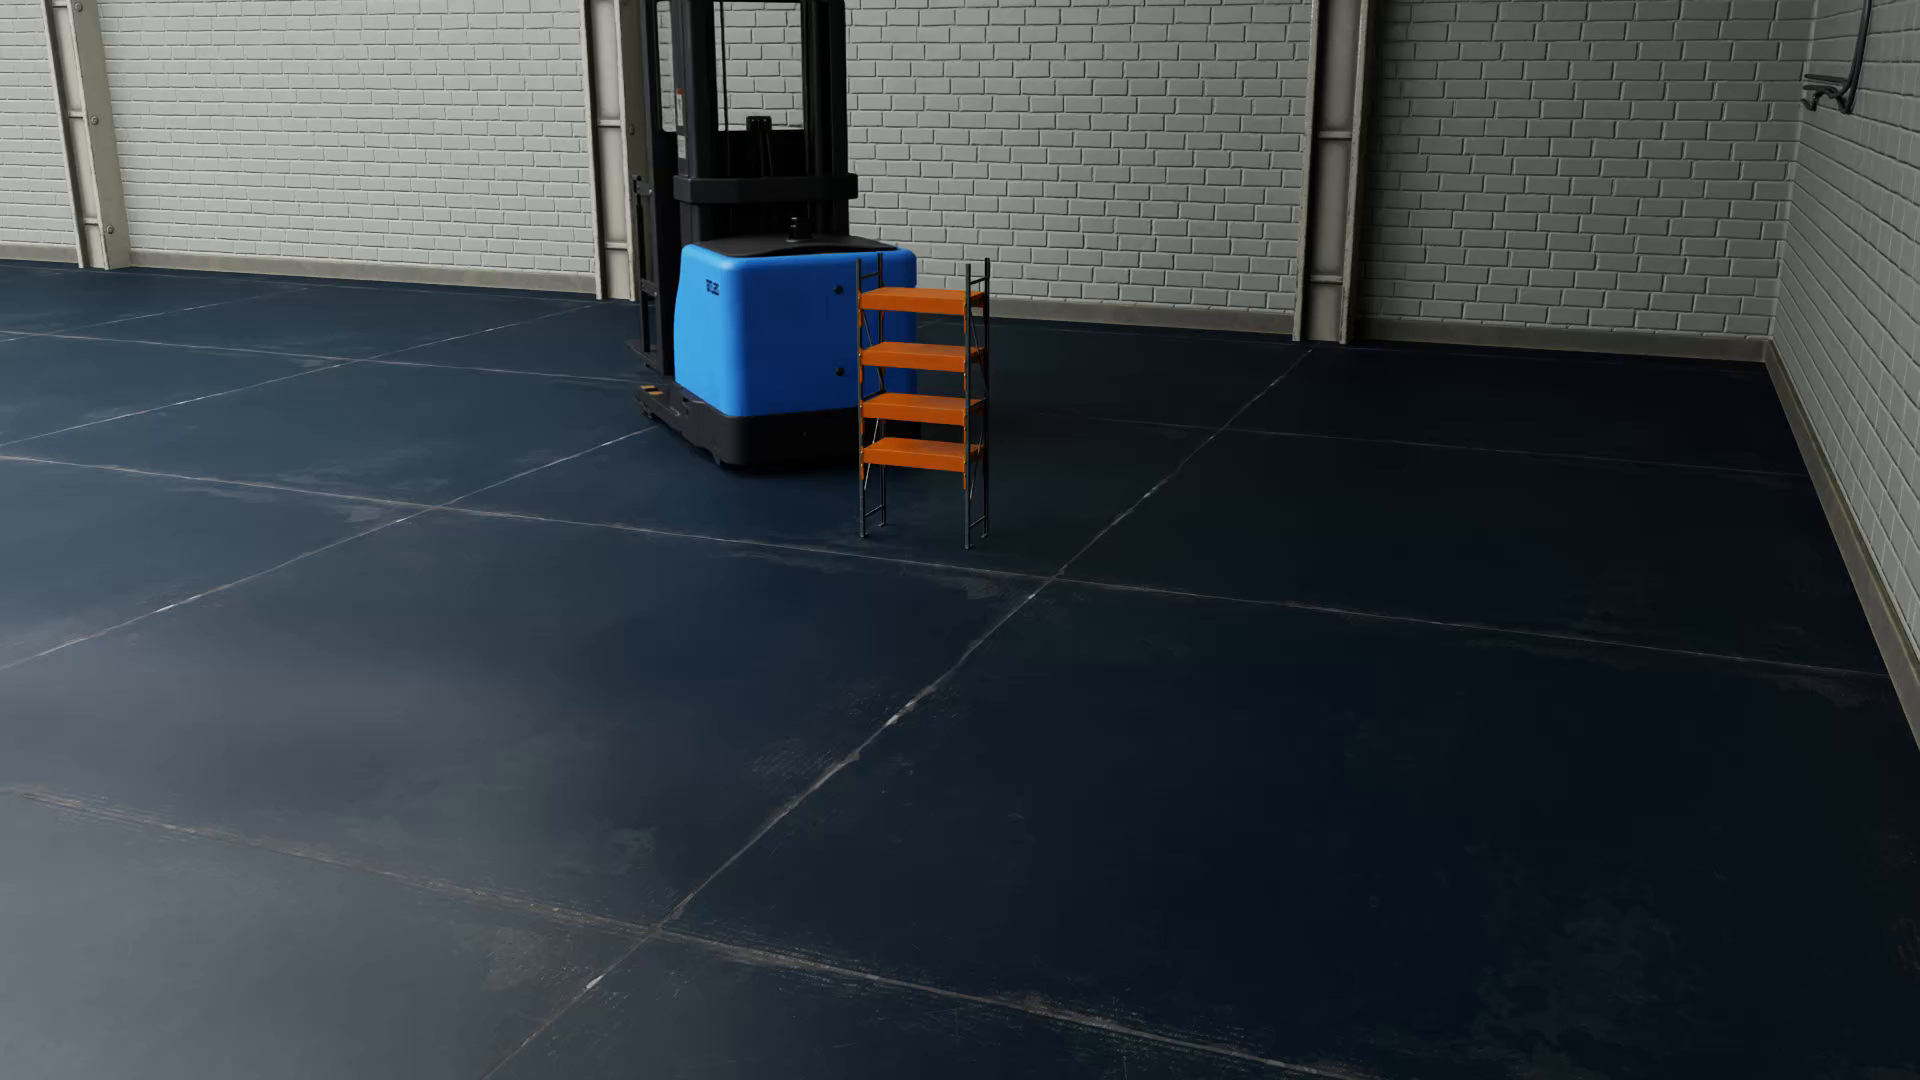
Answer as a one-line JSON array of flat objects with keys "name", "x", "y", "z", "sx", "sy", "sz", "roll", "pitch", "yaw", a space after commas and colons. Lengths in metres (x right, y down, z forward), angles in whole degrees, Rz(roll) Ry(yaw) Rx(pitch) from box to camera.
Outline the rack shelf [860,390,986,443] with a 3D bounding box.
[{"name": "rack shelf", "x": -0.154, "y": -0.529, "z": 7.083, "sx": 0.480, "sy": 0.148, "sz": 0.258, "roll": 6, "pitch": 17, "yaw": 21}]

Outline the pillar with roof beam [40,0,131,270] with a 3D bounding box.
[{"name": "pillar with roof beam", "x": -10.059, "y": -5.918, "z": 11.418, "sx": 0.400, "sy": 9.000, "sz": 9.100, "roll": 6, "pitch": 17, "yaw": 21}]

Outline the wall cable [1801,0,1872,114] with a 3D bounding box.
[{"name": "wall cable", "x": 4.939, "y": -3.671, "z": 9.249, "sx": 0.112, "sy": 2.526, "sz": 3.097, "roll": 6, "pitch": 17, "yaw": 21}]

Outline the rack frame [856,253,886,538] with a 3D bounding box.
[{"name": "rack frame", "x": -0.381, "y": -0.618, "z": 7.151, "sx": 0.015, "sy": 1.200, "sz": 0.240, "roll": 6, "pitch": 17, "yaw": 21}]

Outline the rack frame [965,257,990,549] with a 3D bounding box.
[{"name": "rack frame", "x": 0.073, "y": -0.568, "z": 6.979, "sx": 0.015, "sy": 1.200, "sz": 0.240, "roll": 6, "pitch": 17, "yaw": 21}]

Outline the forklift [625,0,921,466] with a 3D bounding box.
[{"name": "forklift", "x": -1.260, "y": -2.143, "z": 9.297, "sx": 1.130, "sy": 2.935, "sz": 3.031, "roll": -7, "pitch": 18, "yaw": -23}]

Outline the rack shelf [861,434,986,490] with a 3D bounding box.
[{"name": "rack shelf", "x": -0.154, "y": -0.338, "z": 7.139, "sx": 0.480, "sy": 0.148, "sz": 0.258, "roll": 6, "pitch": 17, "yaw": 21}]

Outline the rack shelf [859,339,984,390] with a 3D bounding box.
[{"name": "rack shelf", "x": -0.154, "y": -0.743, "z": 7.021, "sx": 0.480, "sy": 0.148, "sz": 0.258, "roll": 6, "pitch": 17, "yaw": 21}]

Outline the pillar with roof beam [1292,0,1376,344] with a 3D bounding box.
[{"name": "pillar with roof beam", "x": 1.105, "y": -4.690, "z": 7.189, "sx": 0.400, "sy": 9.000, "sz": 9.100, "roll": 6, "pitch": 17, "yaw": 21}]

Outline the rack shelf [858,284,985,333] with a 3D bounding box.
[{"name": "rack shelf", "x": -0.154, "y": -0.971, "z": 6.955, "sx": 0.480, "sy": 0.148, "sz": 0.258, "roll": 6, "pitch": 17, "yaw": 21}]

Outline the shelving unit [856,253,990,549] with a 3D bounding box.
[{"name": "shelving unit", "x": -0.154, "y": -0.593, "z": 7.065, "sx": 0.503, "sy": 1.200, "sz": 0.258, "roll": 6, "pitch": 17, "yaw": 21}]

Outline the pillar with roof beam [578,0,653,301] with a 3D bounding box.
[{"name": "pillar with roof beam", "x": -4.477, "y": -5.304, "z": 9.304, "sx": 0.400, "sy": 9.000, "sz": 9.100, "roll": 6, "pitch": 17, "yaw": 21}]
